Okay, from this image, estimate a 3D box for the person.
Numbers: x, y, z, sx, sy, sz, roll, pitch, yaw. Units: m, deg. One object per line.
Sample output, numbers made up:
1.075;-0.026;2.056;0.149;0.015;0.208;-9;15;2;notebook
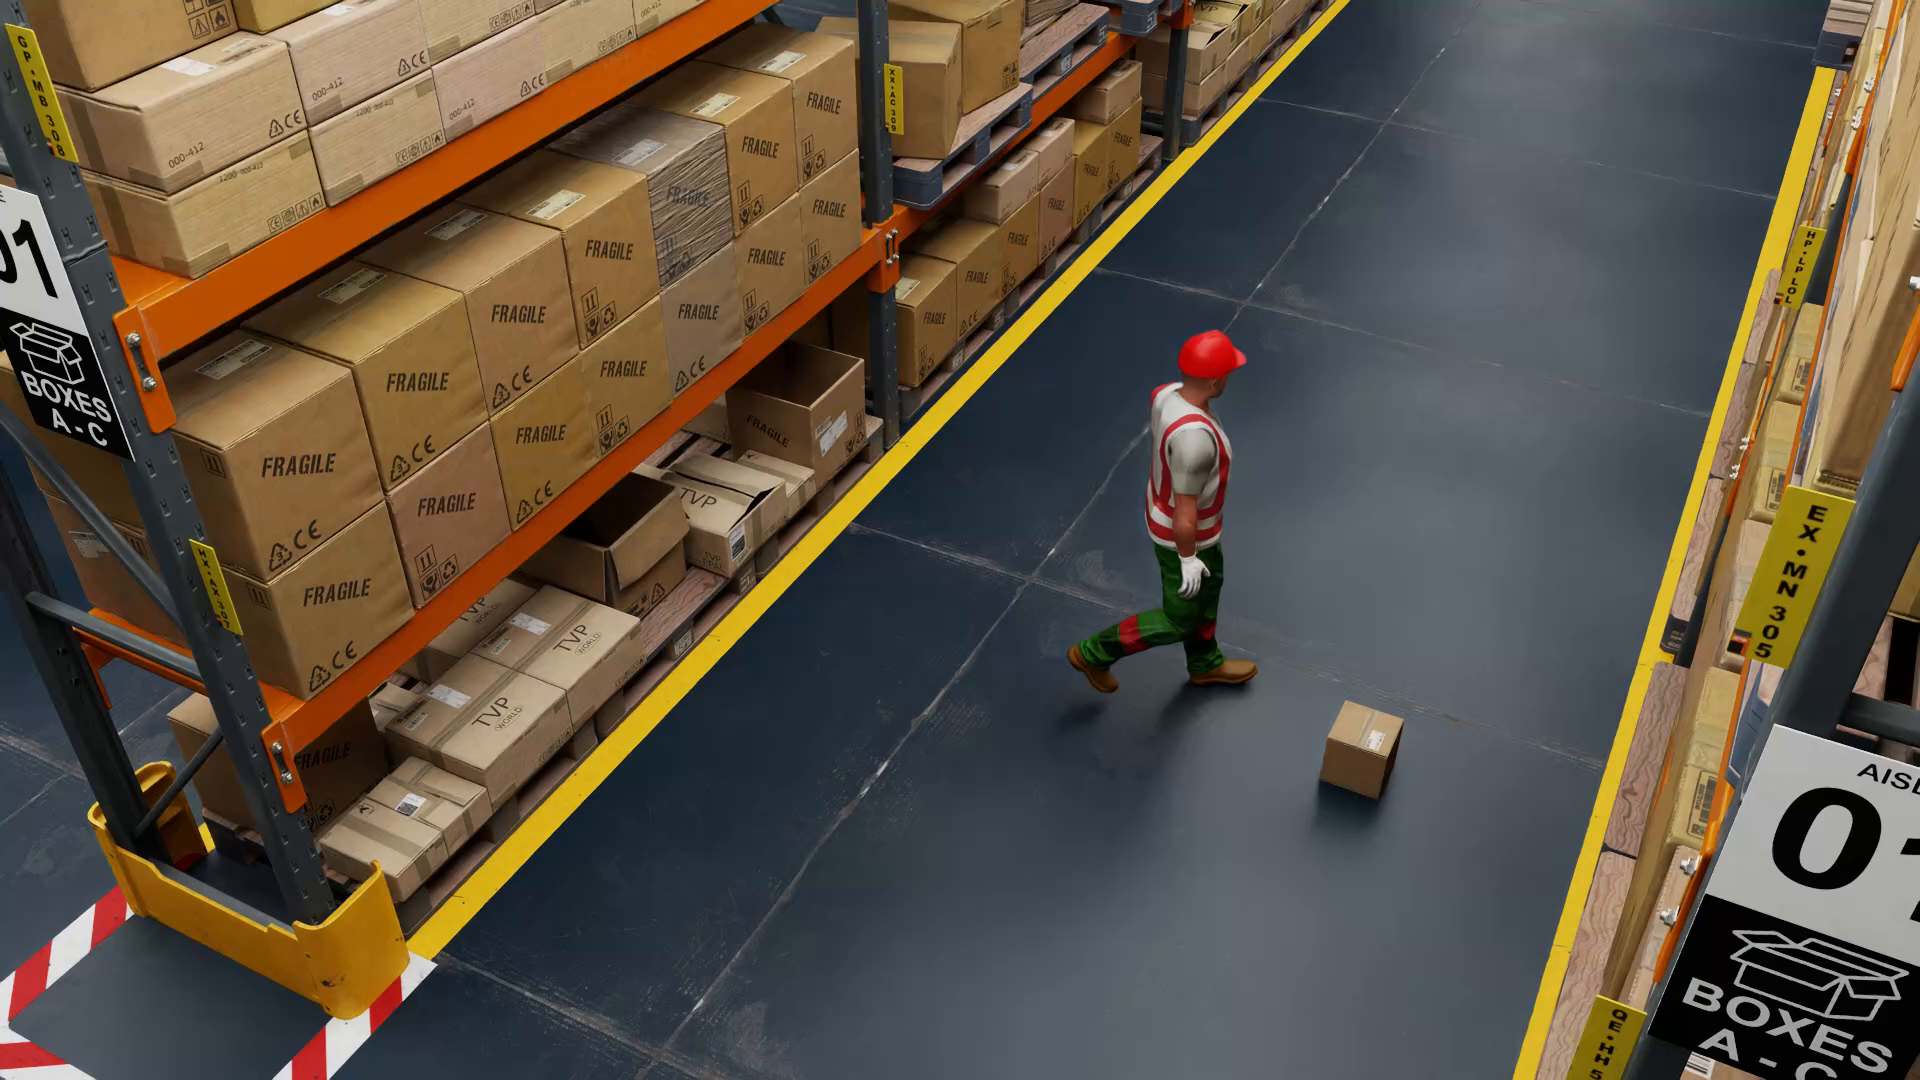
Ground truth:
0.887;-0.047;6.791;0.850;1.776;0.601;2;38;2;person
